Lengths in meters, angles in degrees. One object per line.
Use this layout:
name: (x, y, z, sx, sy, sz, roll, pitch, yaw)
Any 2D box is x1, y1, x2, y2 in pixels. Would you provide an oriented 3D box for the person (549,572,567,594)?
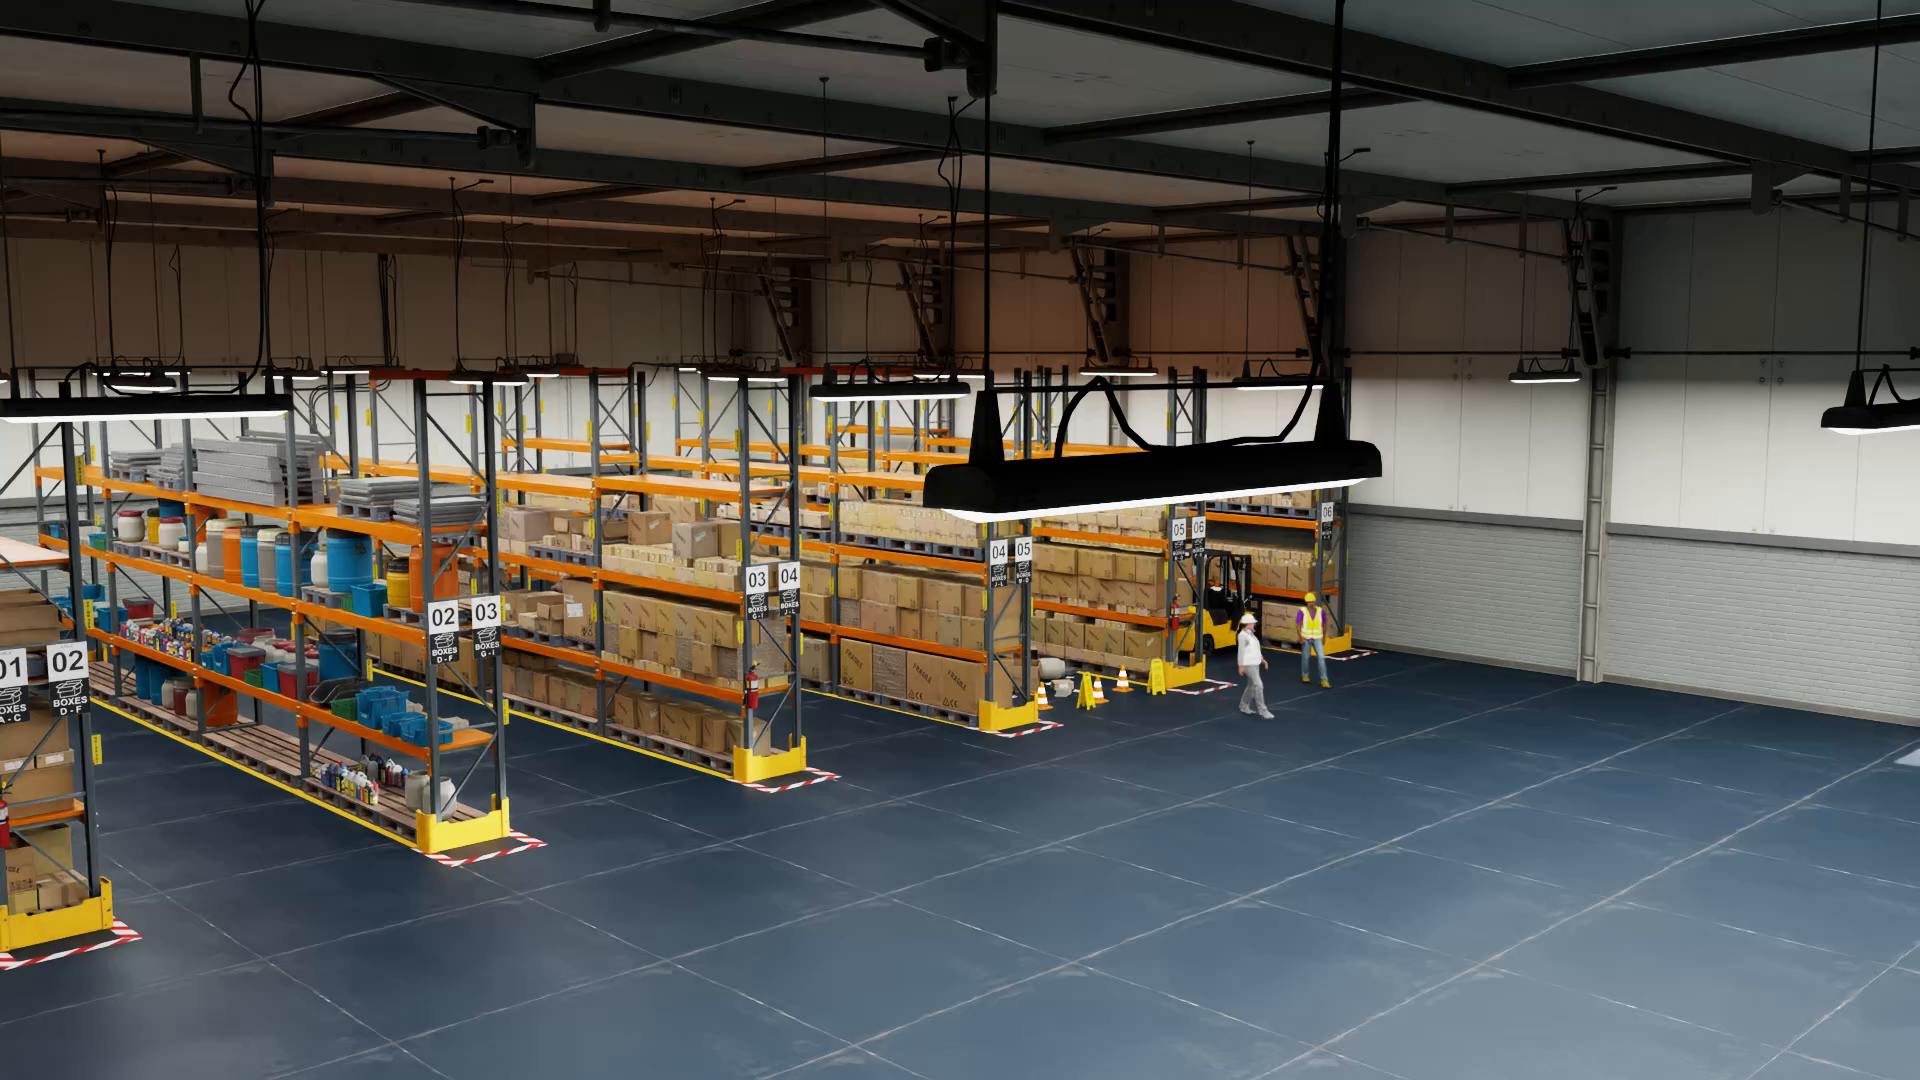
person: (-8.149, 1.555, 34.652, 0.805, 1.773, 0.590, 5, 8, 37)

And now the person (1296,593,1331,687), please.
person: (6.697, 1.880, 31.630, 0.609, 1.735, 0.847, 1, 6, 7)

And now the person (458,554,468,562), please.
person: (-11.454, 1.133, 38.439, 0.585, 1.756, 0.798, -2, 7, -20)

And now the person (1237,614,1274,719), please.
person: (5.201, 2.196, 29.023, 0.721, 1.781, 0.562, 3, 7, 28)
